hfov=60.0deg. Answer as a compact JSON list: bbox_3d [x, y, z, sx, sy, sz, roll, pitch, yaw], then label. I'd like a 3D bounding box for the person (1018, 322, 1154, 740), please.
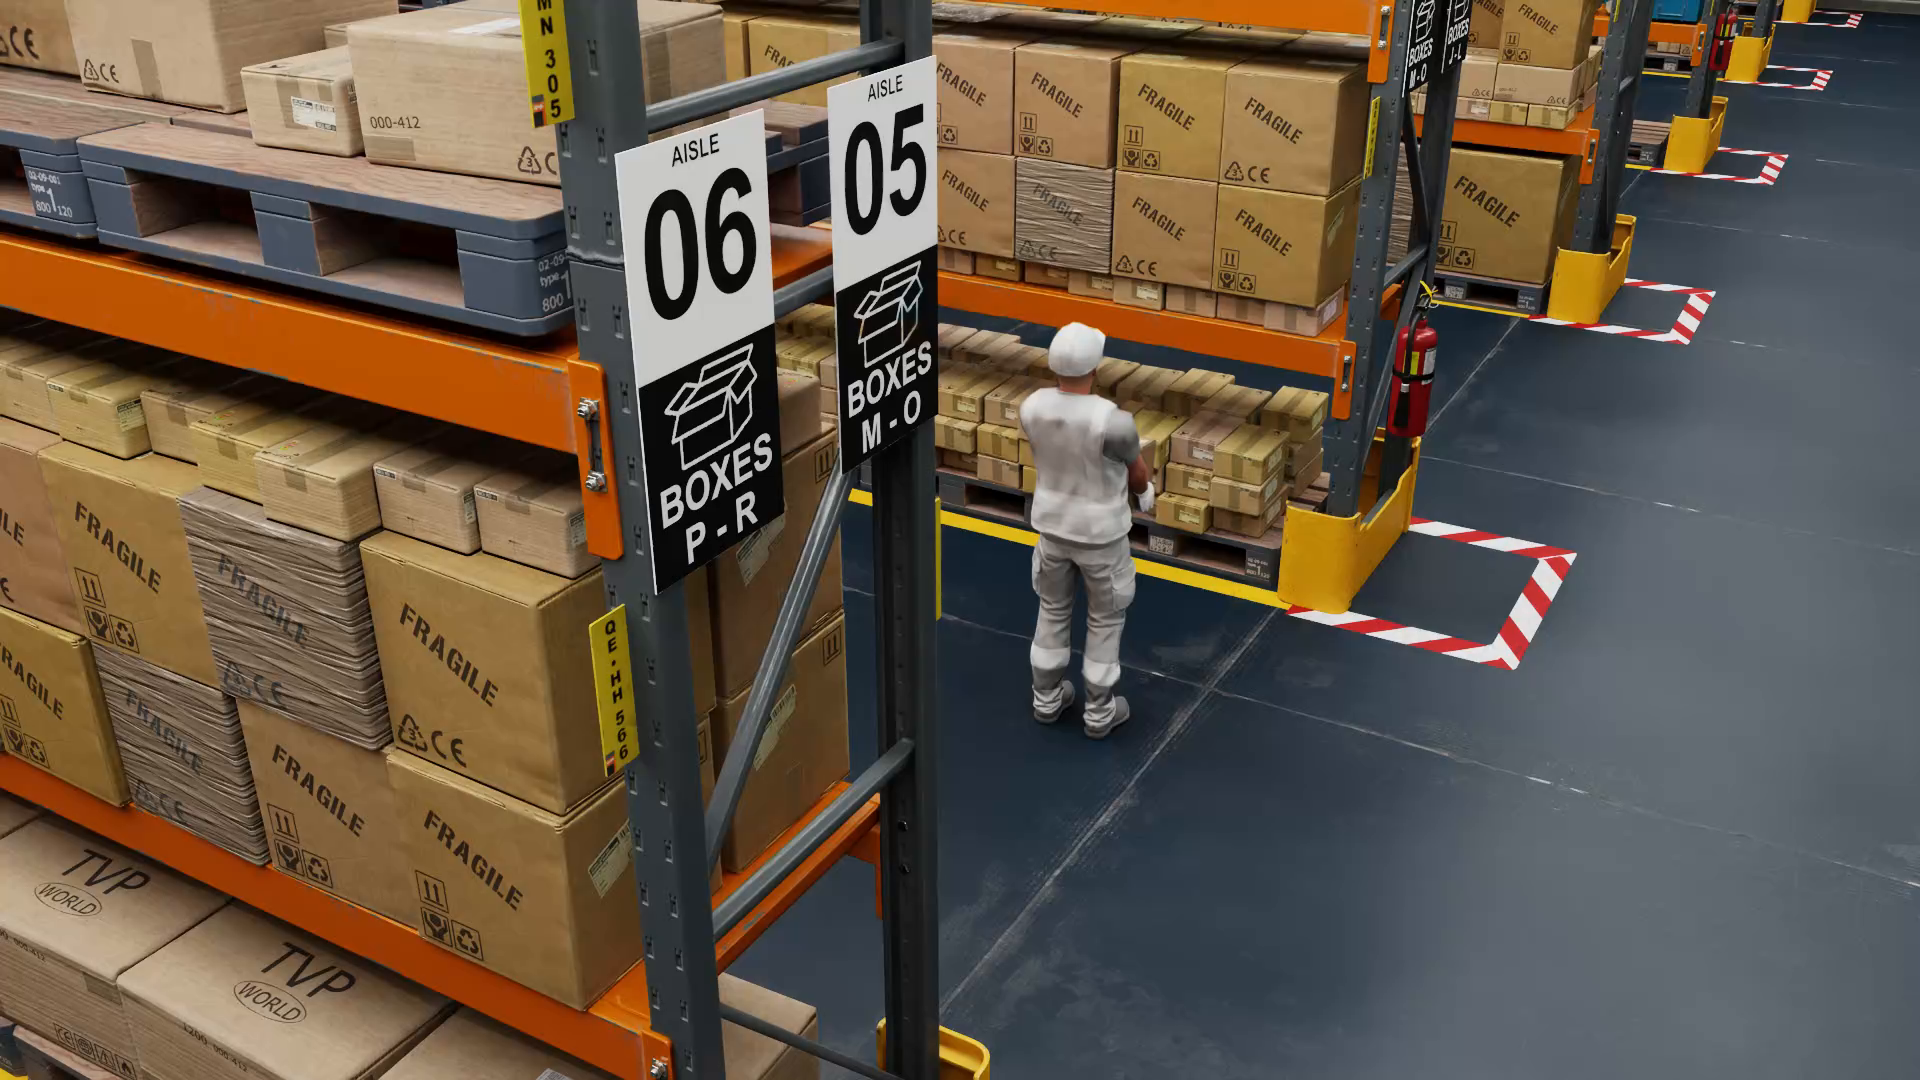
[{"bbox_3d":[0.524,-0.073,6.743,0.493,1.782,0.561,14,30,27],"label":"person"}]
